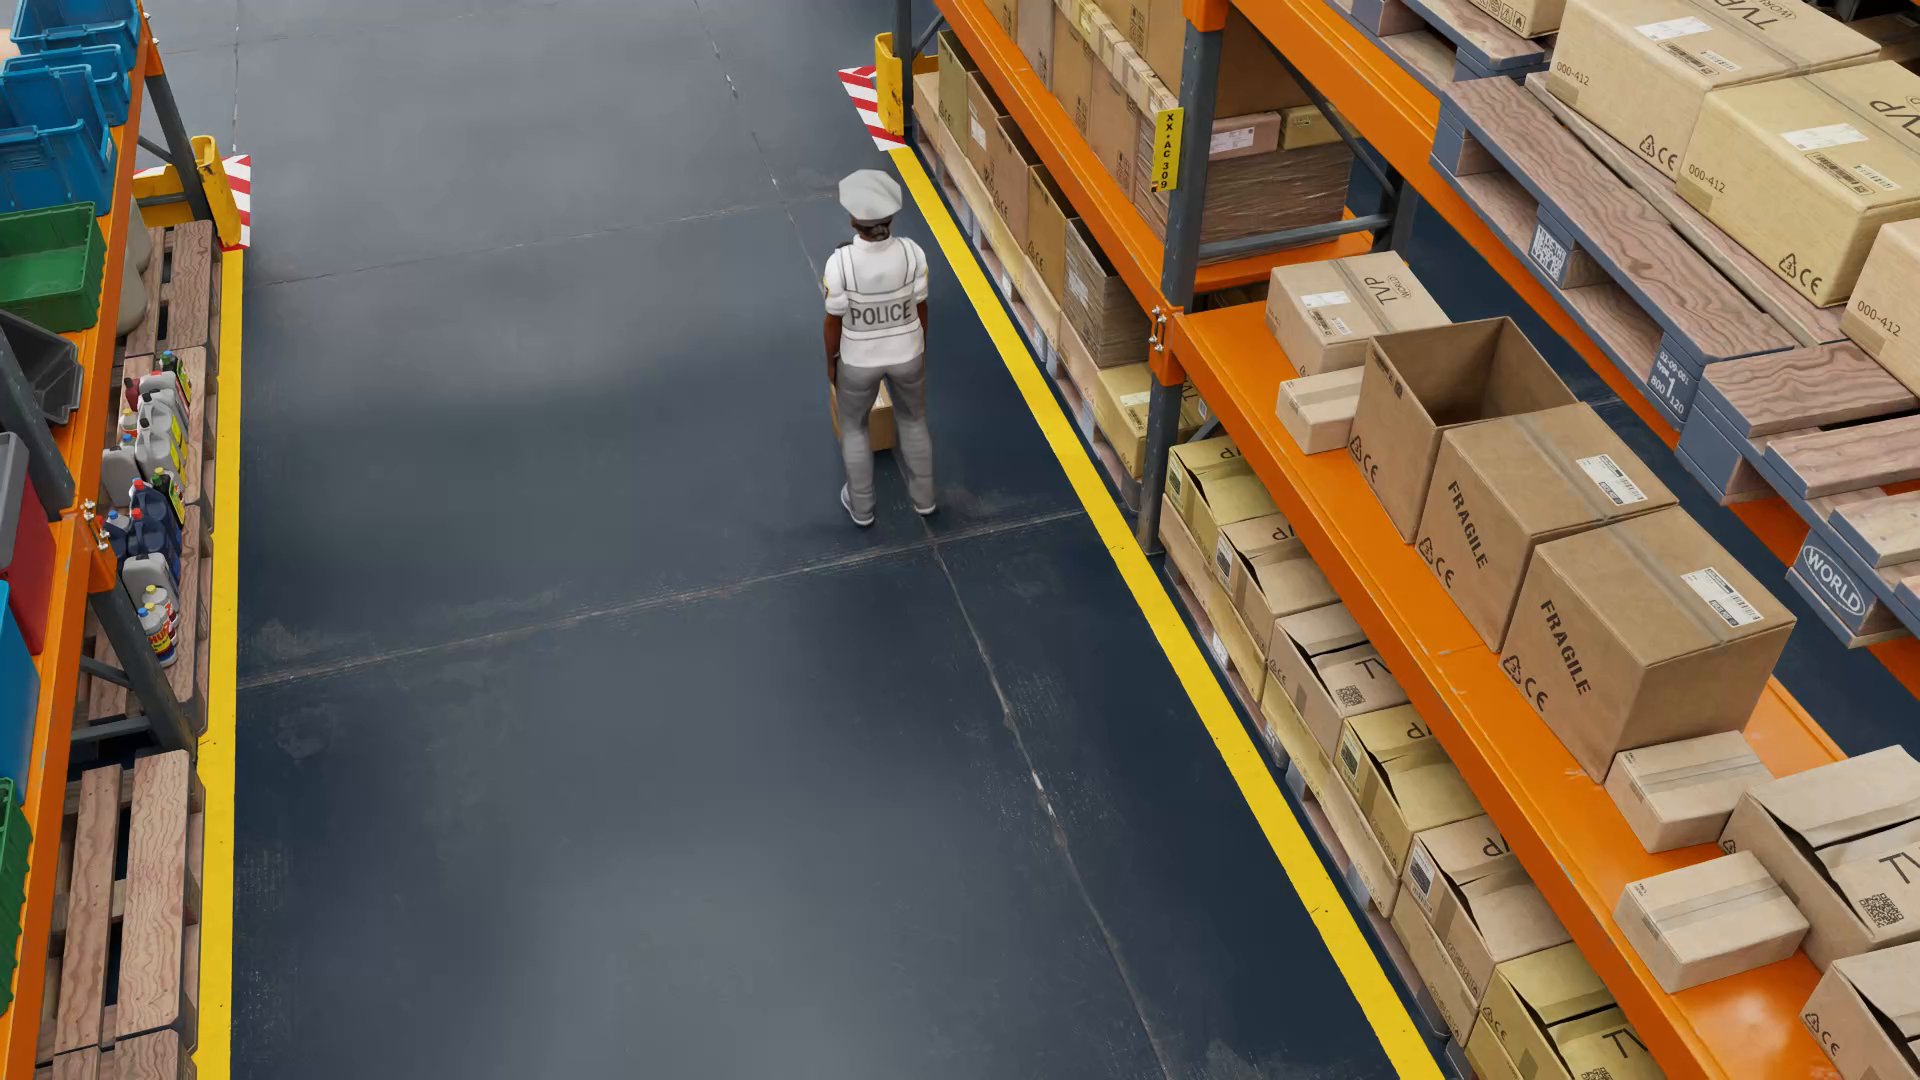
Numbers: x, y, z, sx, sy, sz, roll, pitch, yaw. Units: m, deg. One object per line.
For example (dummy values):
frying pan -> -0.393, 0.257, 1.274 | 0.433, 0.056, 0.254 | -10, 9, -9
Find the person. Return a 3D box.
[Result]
person -> -0.339, -0.781, 7.018 | 0.475, 1.696, 0.340 | -11, 44, -12
